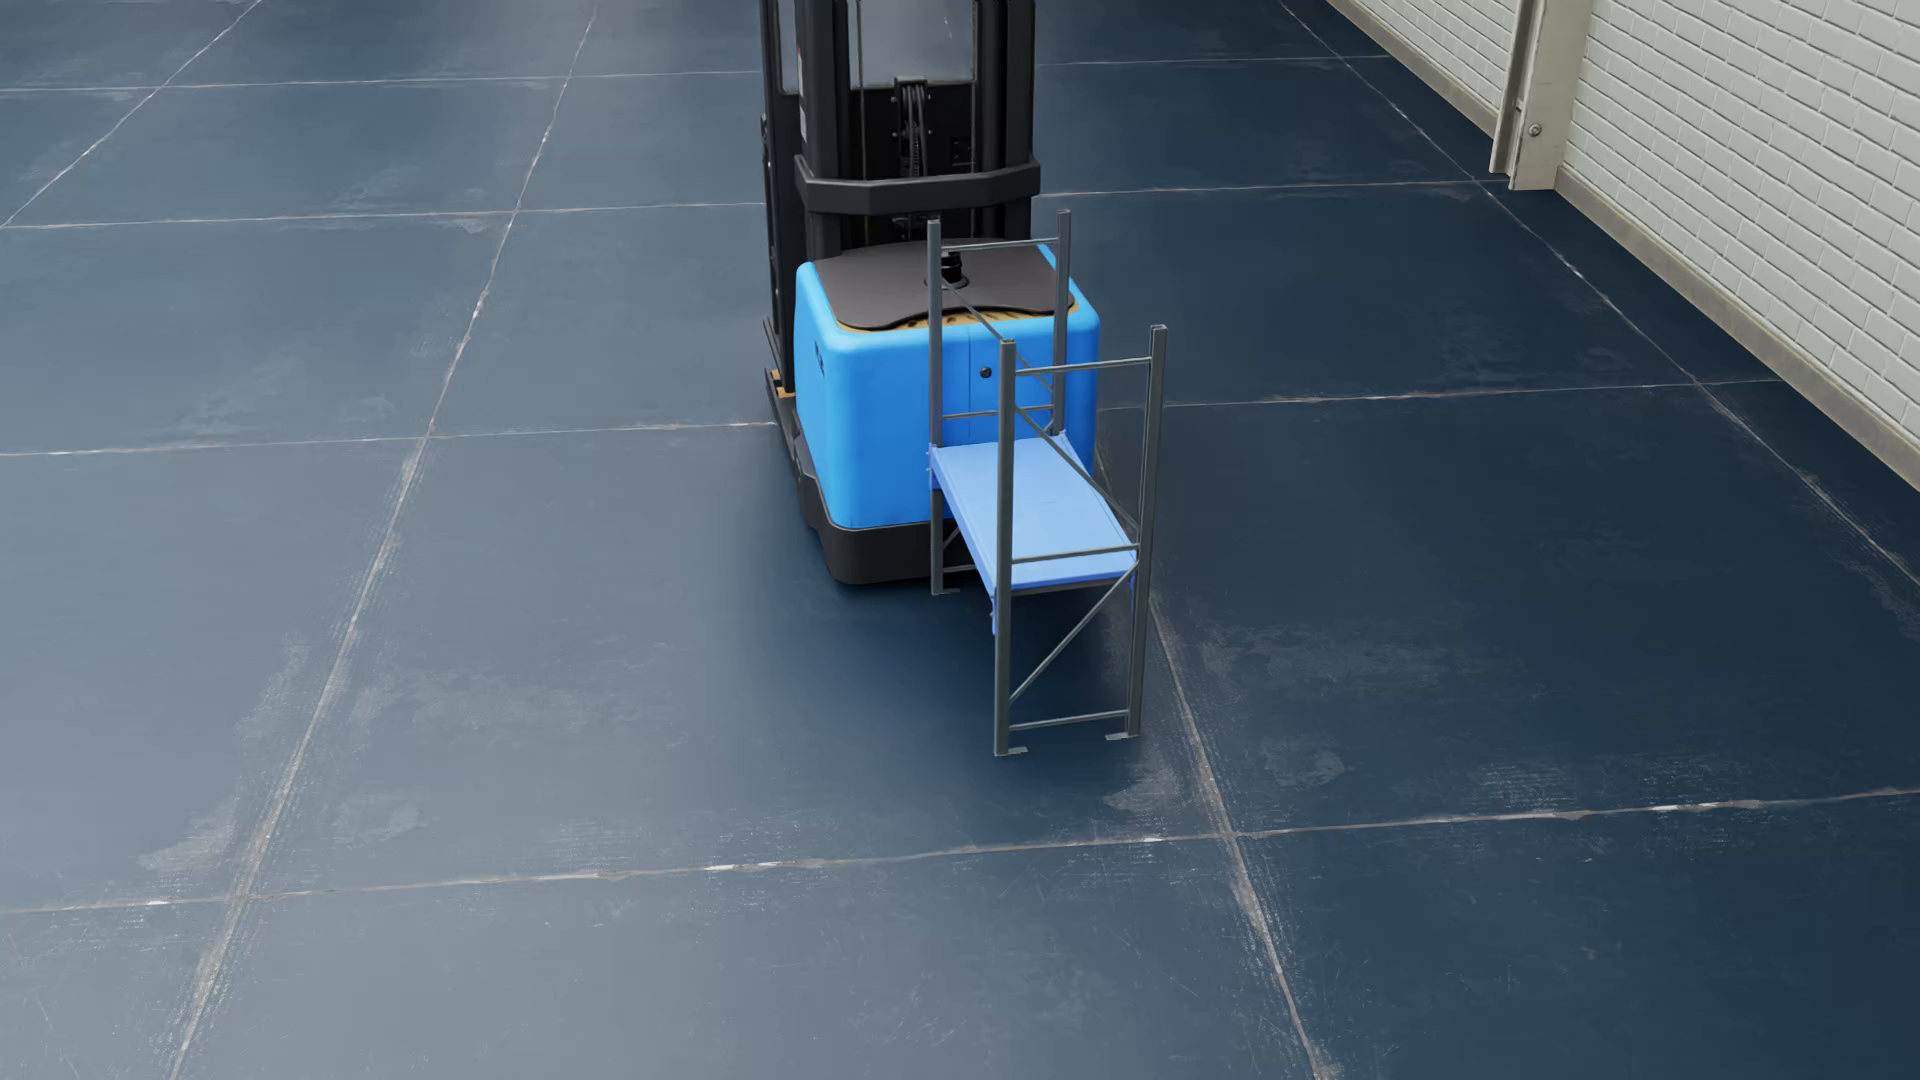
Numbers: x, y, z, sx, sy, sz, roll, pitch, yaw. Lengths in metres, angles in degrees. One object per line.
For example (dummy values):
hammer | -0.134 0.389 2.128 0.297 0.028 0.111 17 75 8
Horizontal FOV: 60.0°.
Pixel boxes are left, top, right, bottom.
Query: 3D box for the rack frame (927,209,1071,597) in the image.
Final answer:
rack frame | 0.136 -0.462 6.061 0.500 1.500 0.032 -7 31 -11

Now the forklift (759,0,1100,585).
forklift | -0.296 -1.831 6.958 1.130 2.935 3.031 -7 31 -11

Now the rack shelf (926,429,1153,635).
rack shelf | 0.248 -0.053 5.727 0.538 0.185 1.000 -7 31 -11

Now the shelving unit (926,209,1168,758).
shelving unit | 0.248 -0.208 5.635 0.538 1.500 1.048 -7 31 -11

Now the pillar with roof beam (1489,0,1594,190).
pillar with roof beam | -0.696 -5.956 7.947 9.100 9.000 0.400 -3 31 -5

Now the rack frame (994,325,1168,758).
rack frame | 0.360 0.047 5.209 0.500 1.500 0.032 -7 31 -11
